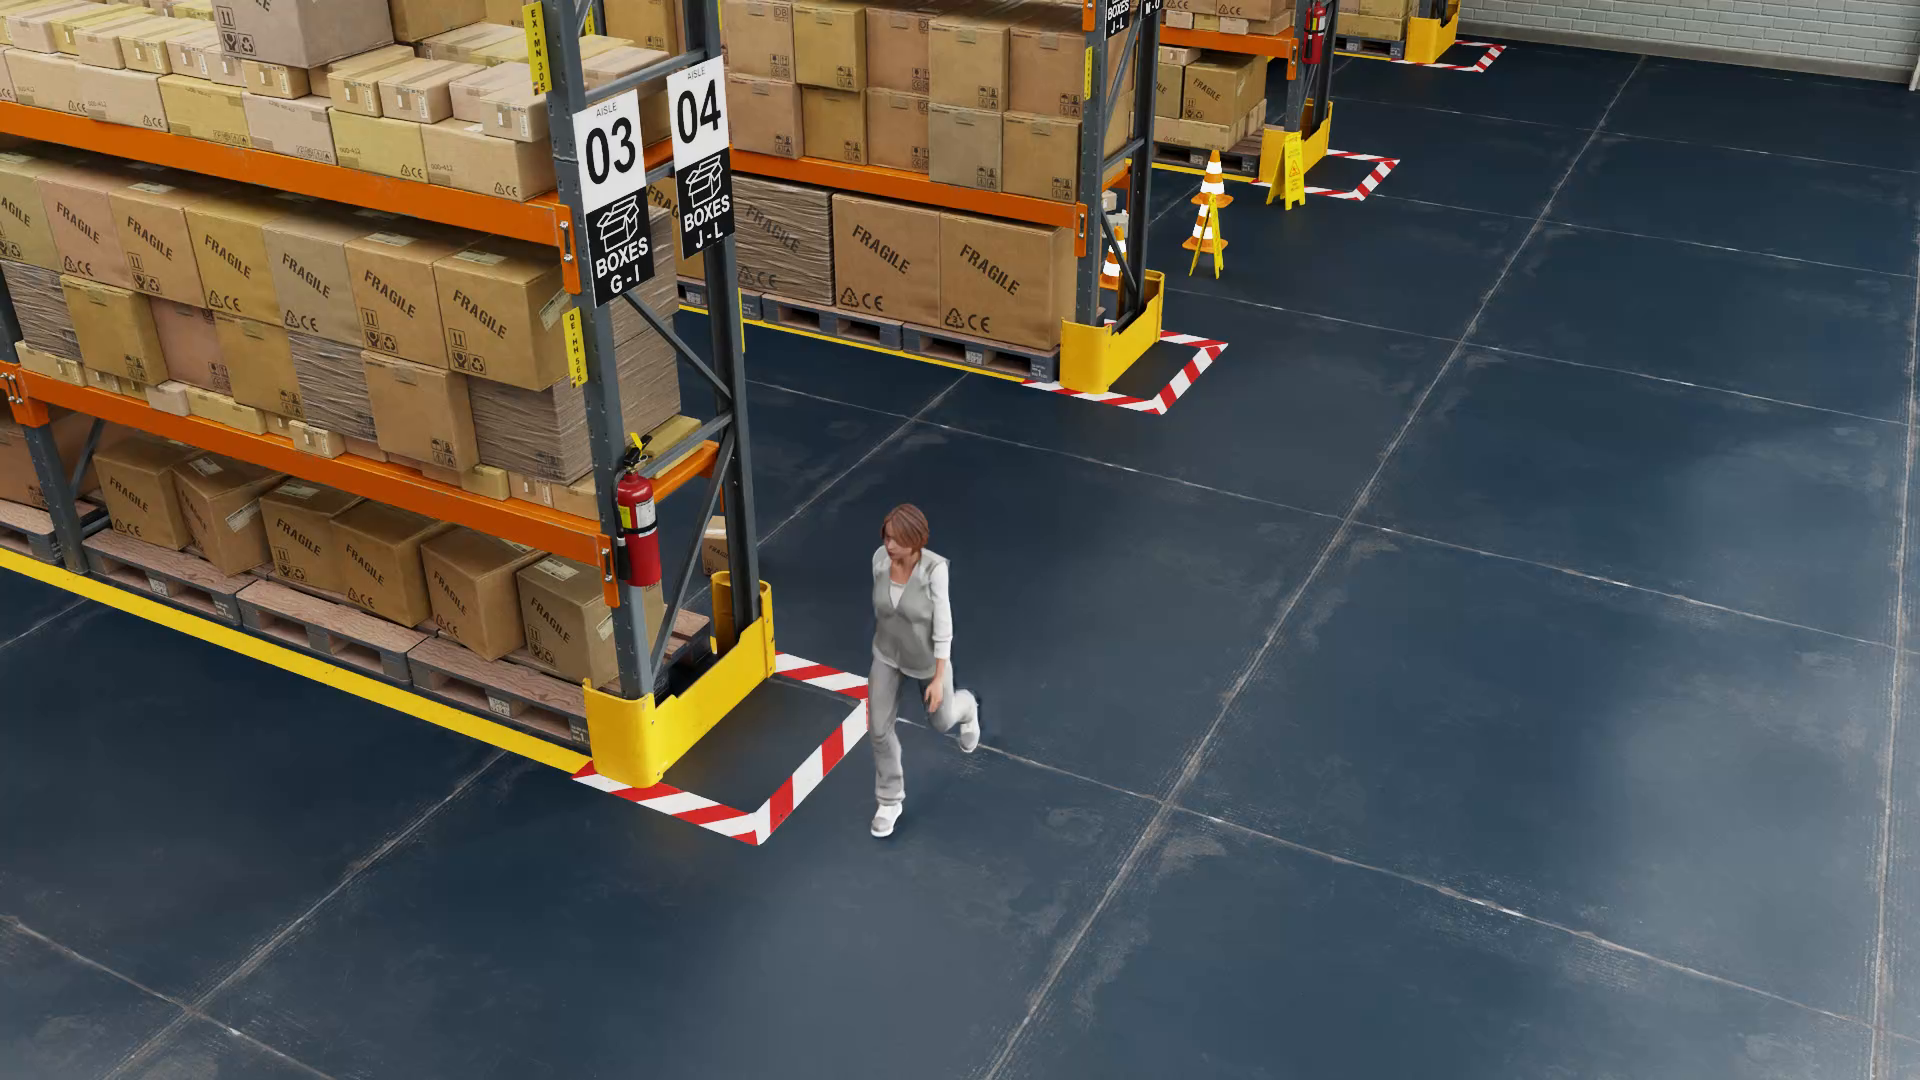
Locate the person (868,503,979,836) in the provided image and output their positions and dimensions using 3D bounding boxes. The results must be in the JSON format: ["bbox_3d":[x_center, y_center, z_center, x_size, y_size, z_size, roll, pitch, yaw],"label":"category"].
[{"bbox_3d":[-0.189,0.496,7.451,0.440,1.539,0.875,12,33,19],"label":"person"}]
